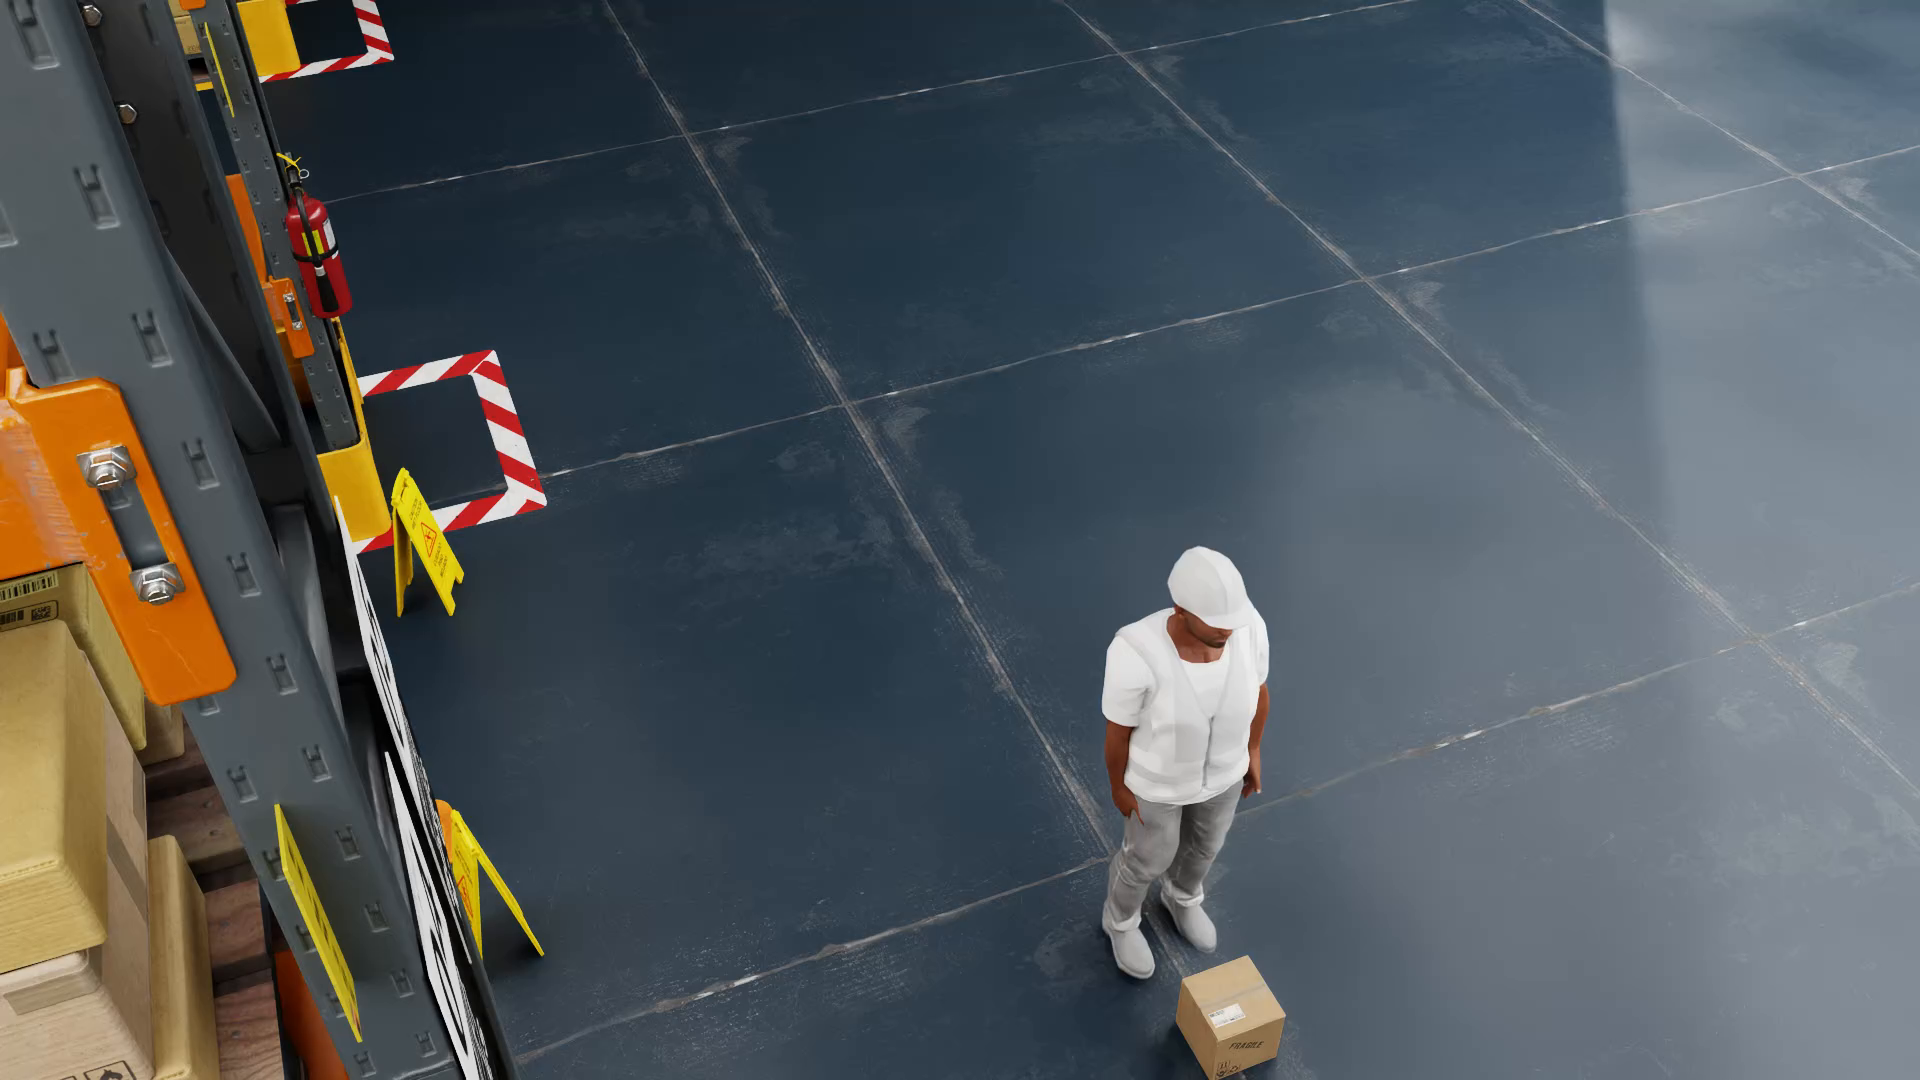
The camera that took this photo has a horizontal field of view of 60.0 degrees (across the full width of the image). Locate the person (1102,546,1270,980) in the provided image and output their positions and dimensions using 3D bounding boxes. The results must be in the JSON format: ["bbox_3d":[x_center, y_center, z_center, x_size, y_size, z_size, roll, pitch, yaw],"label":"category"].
[{"bbox_3d":[0.721,0.727,5.332,0.564,1.775,0.366,-14,43,-16],"label":"person"}]
